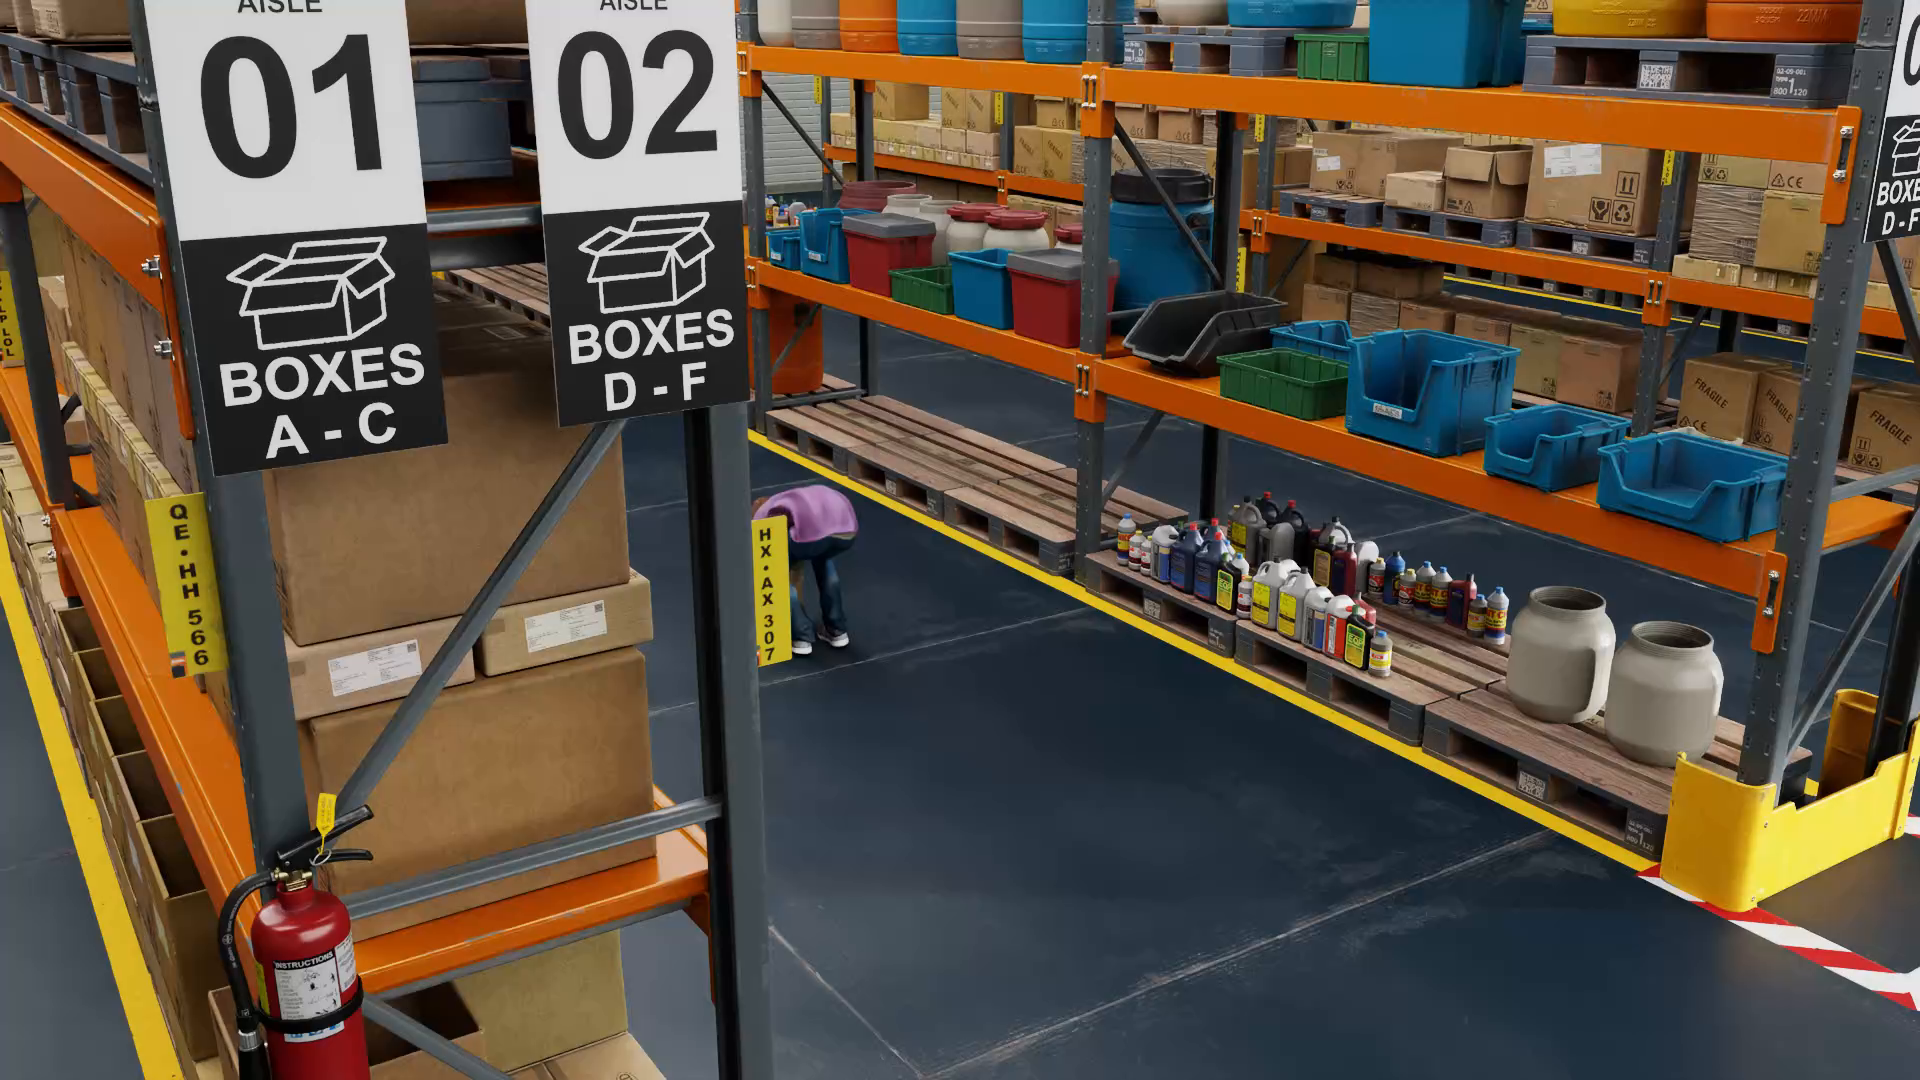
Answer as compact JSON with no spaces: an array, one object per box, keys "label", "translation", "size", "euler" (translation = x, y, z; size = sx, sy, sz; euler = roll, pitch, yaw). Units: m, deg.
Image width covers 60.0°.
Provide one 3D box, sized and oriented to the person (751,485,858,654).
[{"label":"person","translation":[-0.837,0.100,8.462],"size":[0.429,0.846,0.855],"euler":[-13,22,-34]}]
